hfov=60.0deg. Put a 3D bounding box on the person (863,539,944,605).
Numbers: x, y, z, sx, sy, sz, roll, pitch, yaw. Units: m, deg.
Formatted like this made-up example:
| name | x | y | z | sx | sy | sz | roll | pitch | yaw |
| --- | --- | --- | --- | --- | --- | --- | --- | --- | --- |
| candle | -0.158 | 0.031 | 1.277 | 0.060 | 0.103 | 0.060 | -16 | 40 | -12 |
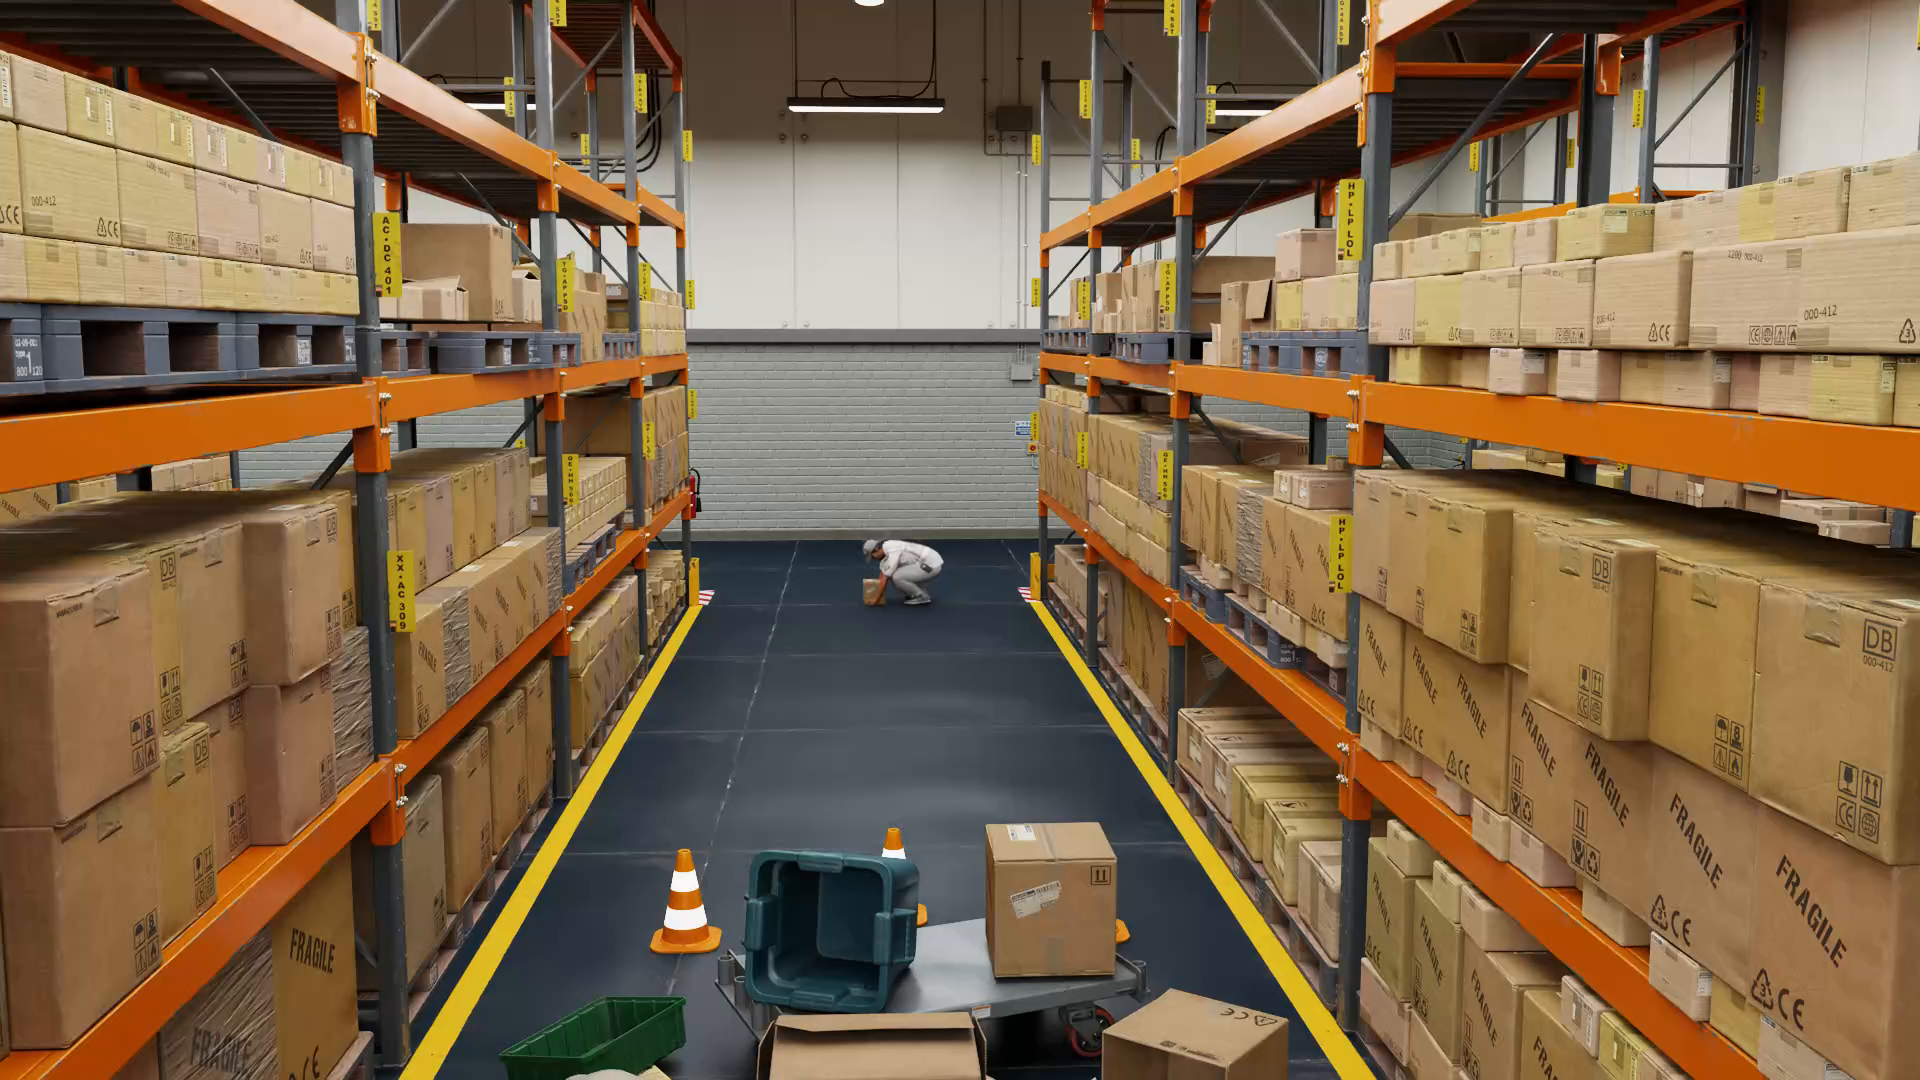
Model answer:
| name | x | y | z | sx | sy | sz | roll | pitch | yaw |
| --- | --- | --- | --- | --- | --- | --- | --- | --- | --- |
| person | -0.642 | 0.373 | 18.766 | 0.910 | 0.795 | 0.522 | -1 | 7 | -5 |
